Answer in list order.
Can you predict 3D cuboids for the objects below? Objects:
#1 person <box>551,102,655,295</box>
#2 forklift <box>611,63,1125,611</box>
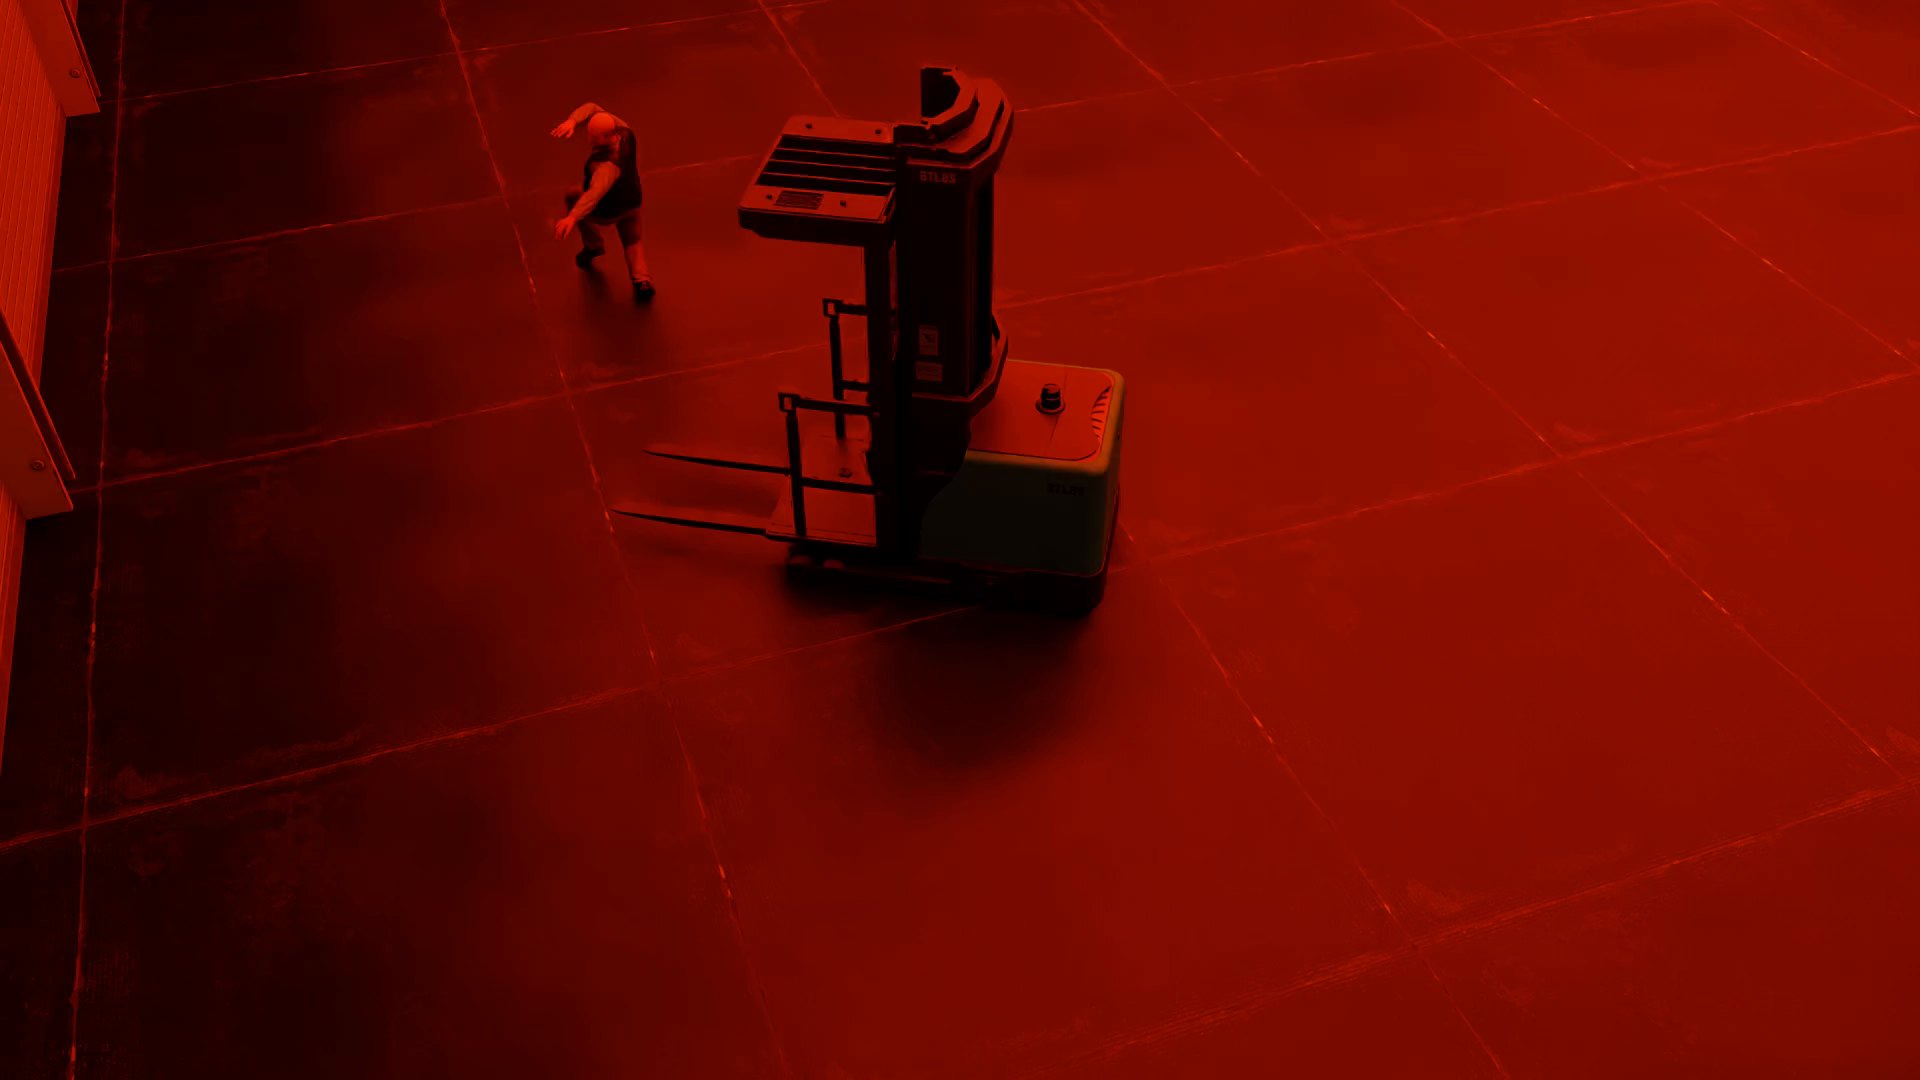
[{"bbox_3d":[-2.746,-2.429,12.061,0.957,1.428,0.955,30,49,31],"label":"person"},{"bbox_3d":[-0.584,-1.172,9.392,3.031,2.935,1.130,7,40,8],"label":"forklift"}]
